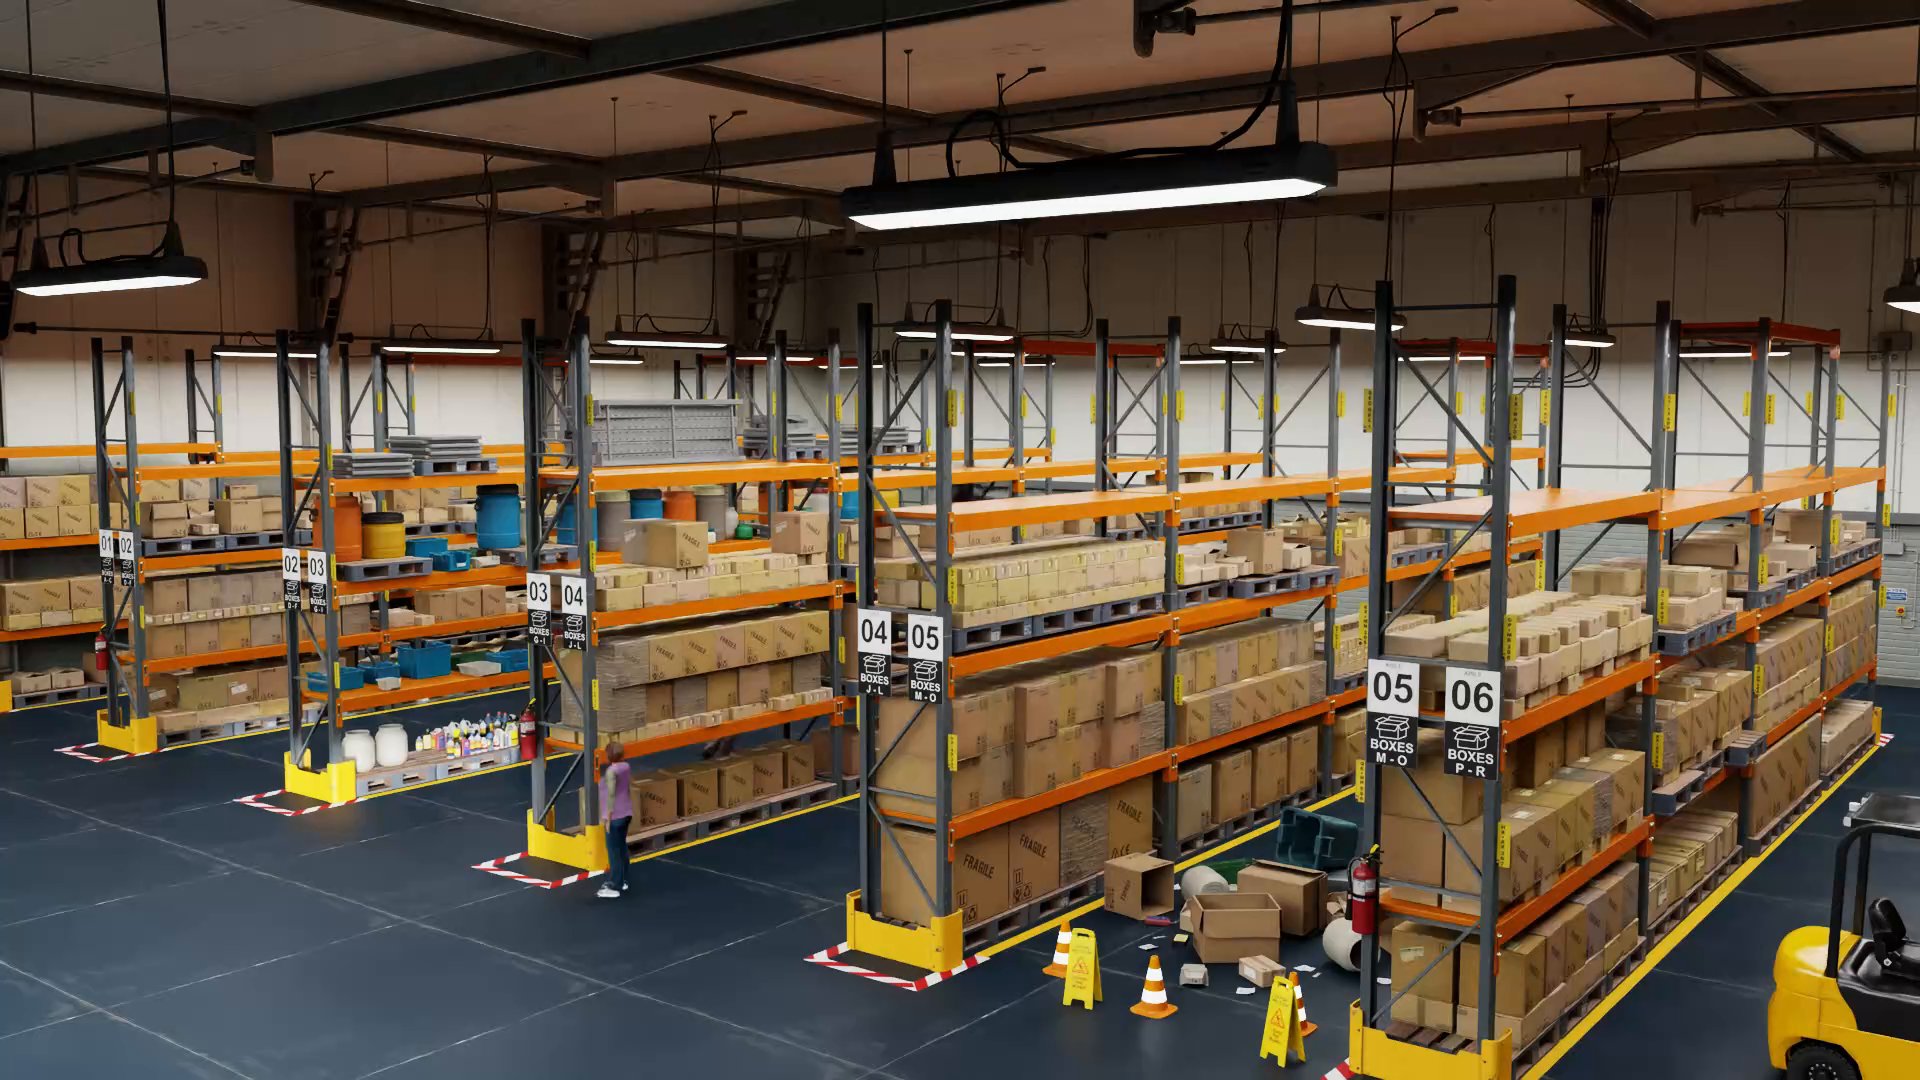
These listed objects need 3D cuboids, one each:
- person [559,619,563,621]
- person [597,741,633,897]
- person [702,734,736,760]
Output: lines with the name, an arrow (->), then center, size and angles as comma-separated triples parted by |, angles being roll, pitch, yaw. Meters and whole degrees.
person -> -6.660, 1.876, 28.674 | 0.508, 1.710, 0.451 | 0, 5, -3
person -> -3.571, 2.872, 17.181 | 0.385, 1.588, 0.459 | 1, 5, 12
person -> -3.274, 2.316, 22.781 | 0.524, 1.706, 0.549 | -2, 5, -19
